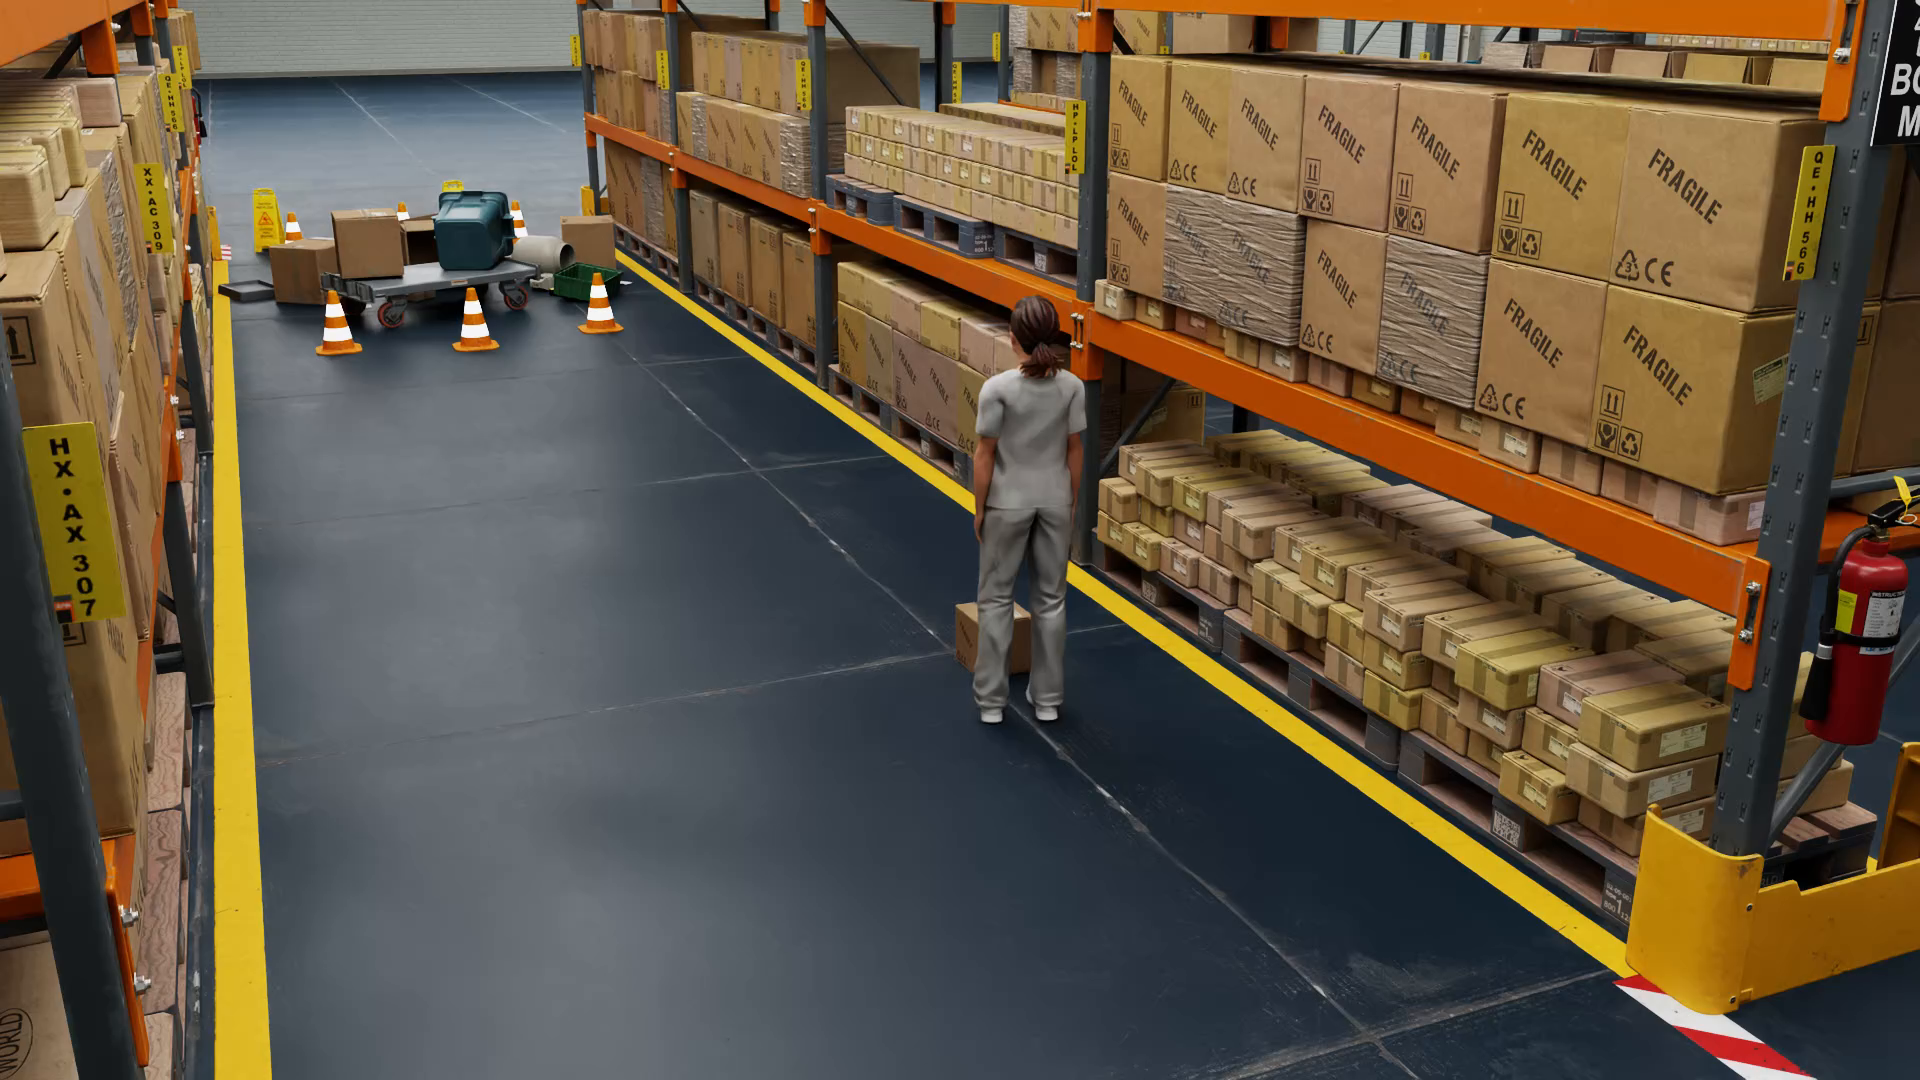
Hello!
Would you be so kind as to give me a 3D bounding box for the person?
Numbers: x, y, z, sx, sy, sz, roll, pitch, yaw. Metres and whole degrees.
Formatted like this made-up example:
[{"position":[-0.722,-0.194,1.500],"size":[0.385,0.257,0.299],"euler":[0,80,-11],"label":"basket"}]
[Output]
[{"position":[0.257,-0.109,6.383],"size":[0.438,1.671,0.385],"euler":[-4,19,-13],"label":"person"}]
